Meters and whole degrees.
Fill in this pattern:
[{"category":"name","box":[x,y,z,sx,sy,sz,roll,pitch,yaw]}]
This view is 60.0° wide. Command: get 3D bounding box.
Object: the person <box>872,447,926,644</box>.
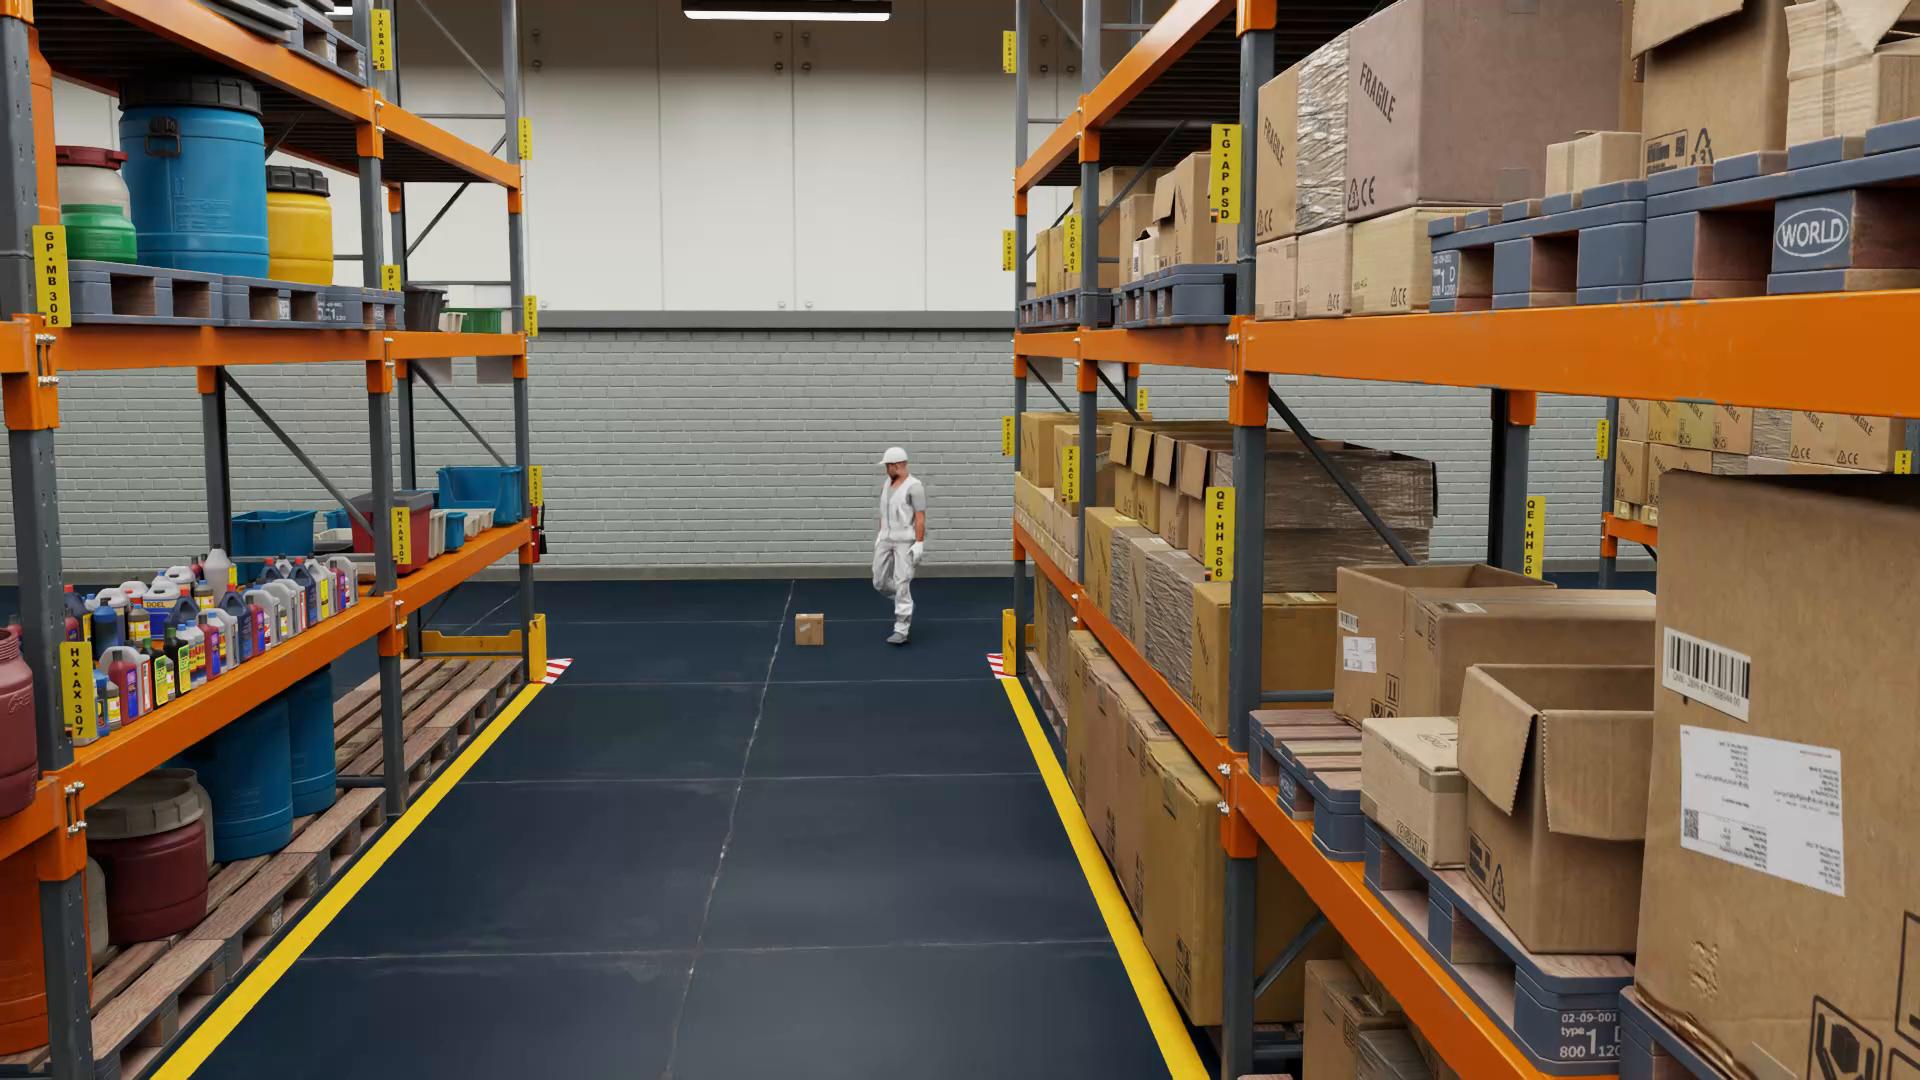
[{"category":"person","box":[-0.539,0.030,15.313,0.602,1.778,0.709,6,9,41]}]
